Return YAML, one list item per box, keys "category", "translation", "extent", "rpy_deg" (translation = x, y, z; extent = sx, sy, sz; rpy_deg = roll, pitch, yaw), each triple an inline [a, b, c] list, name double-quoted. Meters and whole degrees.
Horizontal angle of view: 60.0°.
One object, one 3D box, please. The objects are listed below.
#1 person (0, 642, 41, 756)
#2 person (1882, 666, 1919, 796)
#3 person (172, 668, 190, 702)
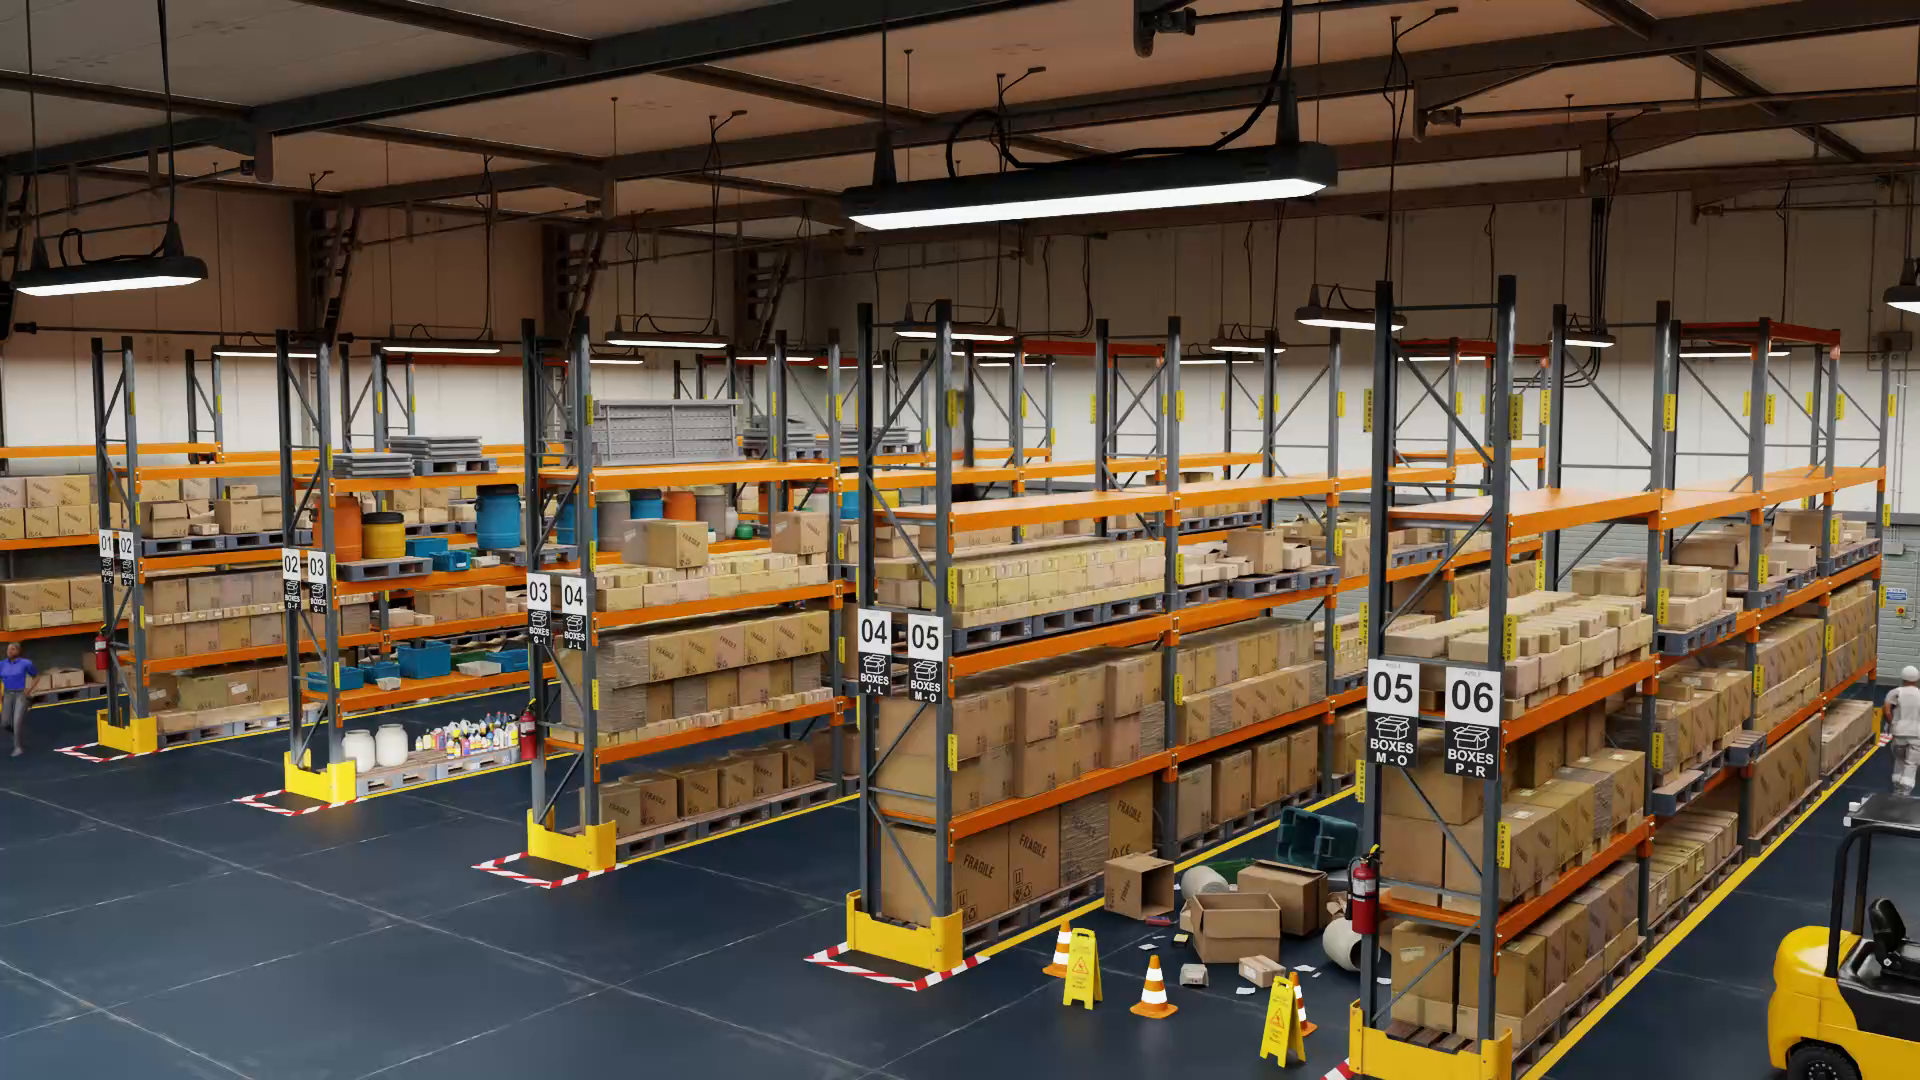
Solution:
- category: "person"
  translation: [-13.606, 2.282, 24.045]
  extent: [0.597, 1.622, 0.556]
  rpy_deg: [-1, 5, -10]
- category: "person"
  translation: [11.796, 2.487, 20.649]
  extent: [0.616, 1.851, 0.792]
  rpy_deg: [3, 6, 32]
- category: "person"
  translation: [-12.695, 1.931, 27.137]
  extent: [0.668, 1.855, 0.861]
  rpy_deg: [2, 5, 18]
